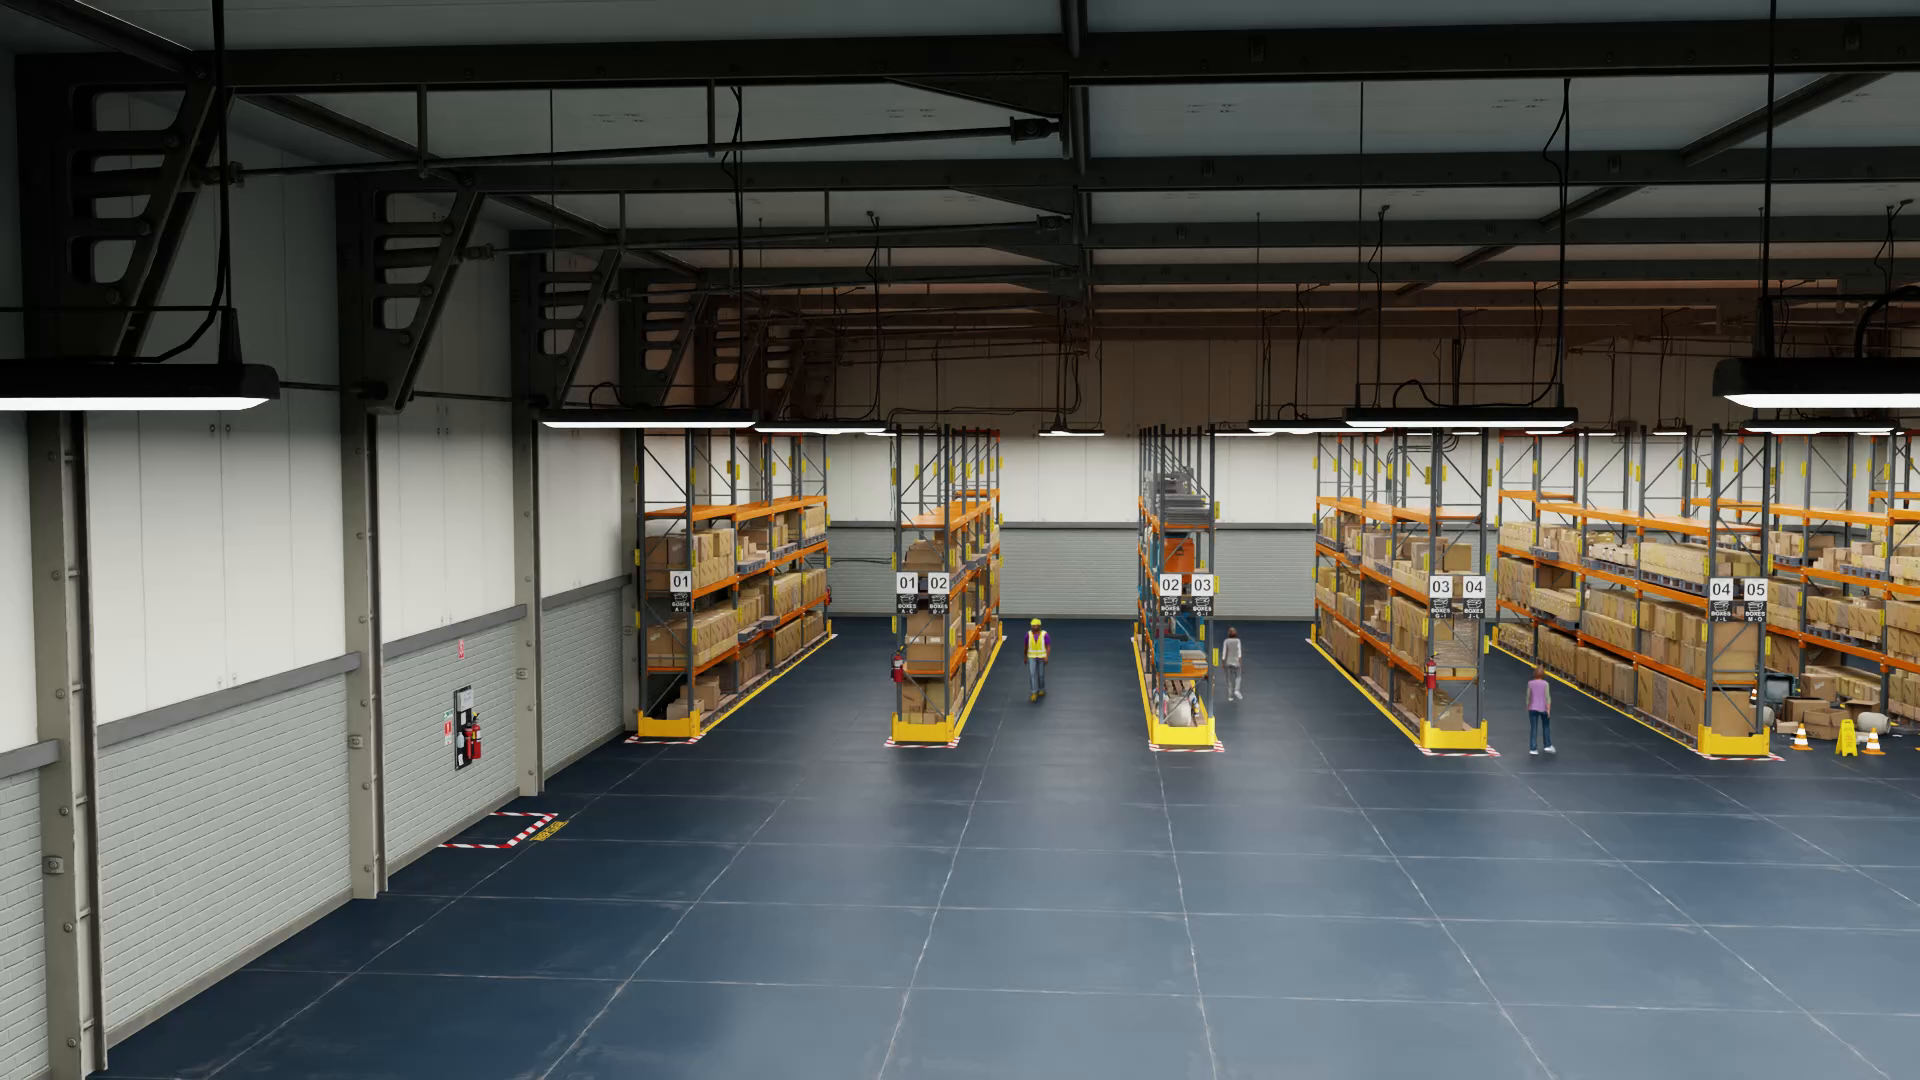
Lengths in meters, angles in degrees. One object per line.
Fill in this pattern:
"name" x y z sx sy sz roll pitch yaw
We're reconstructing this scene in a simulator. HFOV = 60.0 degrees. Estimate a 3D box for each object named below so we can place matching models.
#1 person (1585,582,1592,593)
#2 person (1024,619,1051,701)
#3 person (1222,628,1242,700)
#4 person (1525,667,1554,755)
"person" 17.945 1.991 47.559 0.898 1.646 0.492 -1 4 -9
"person" 1.697 2.609 36.628 0.598 1.746 0.865 0 3 6
"person" 5.943 2.720 36.337 0.452 1.582 0.426 1 4 10
"person" 10.534 3.094 30.239 0.470 1.600 0.696 2 4 26
